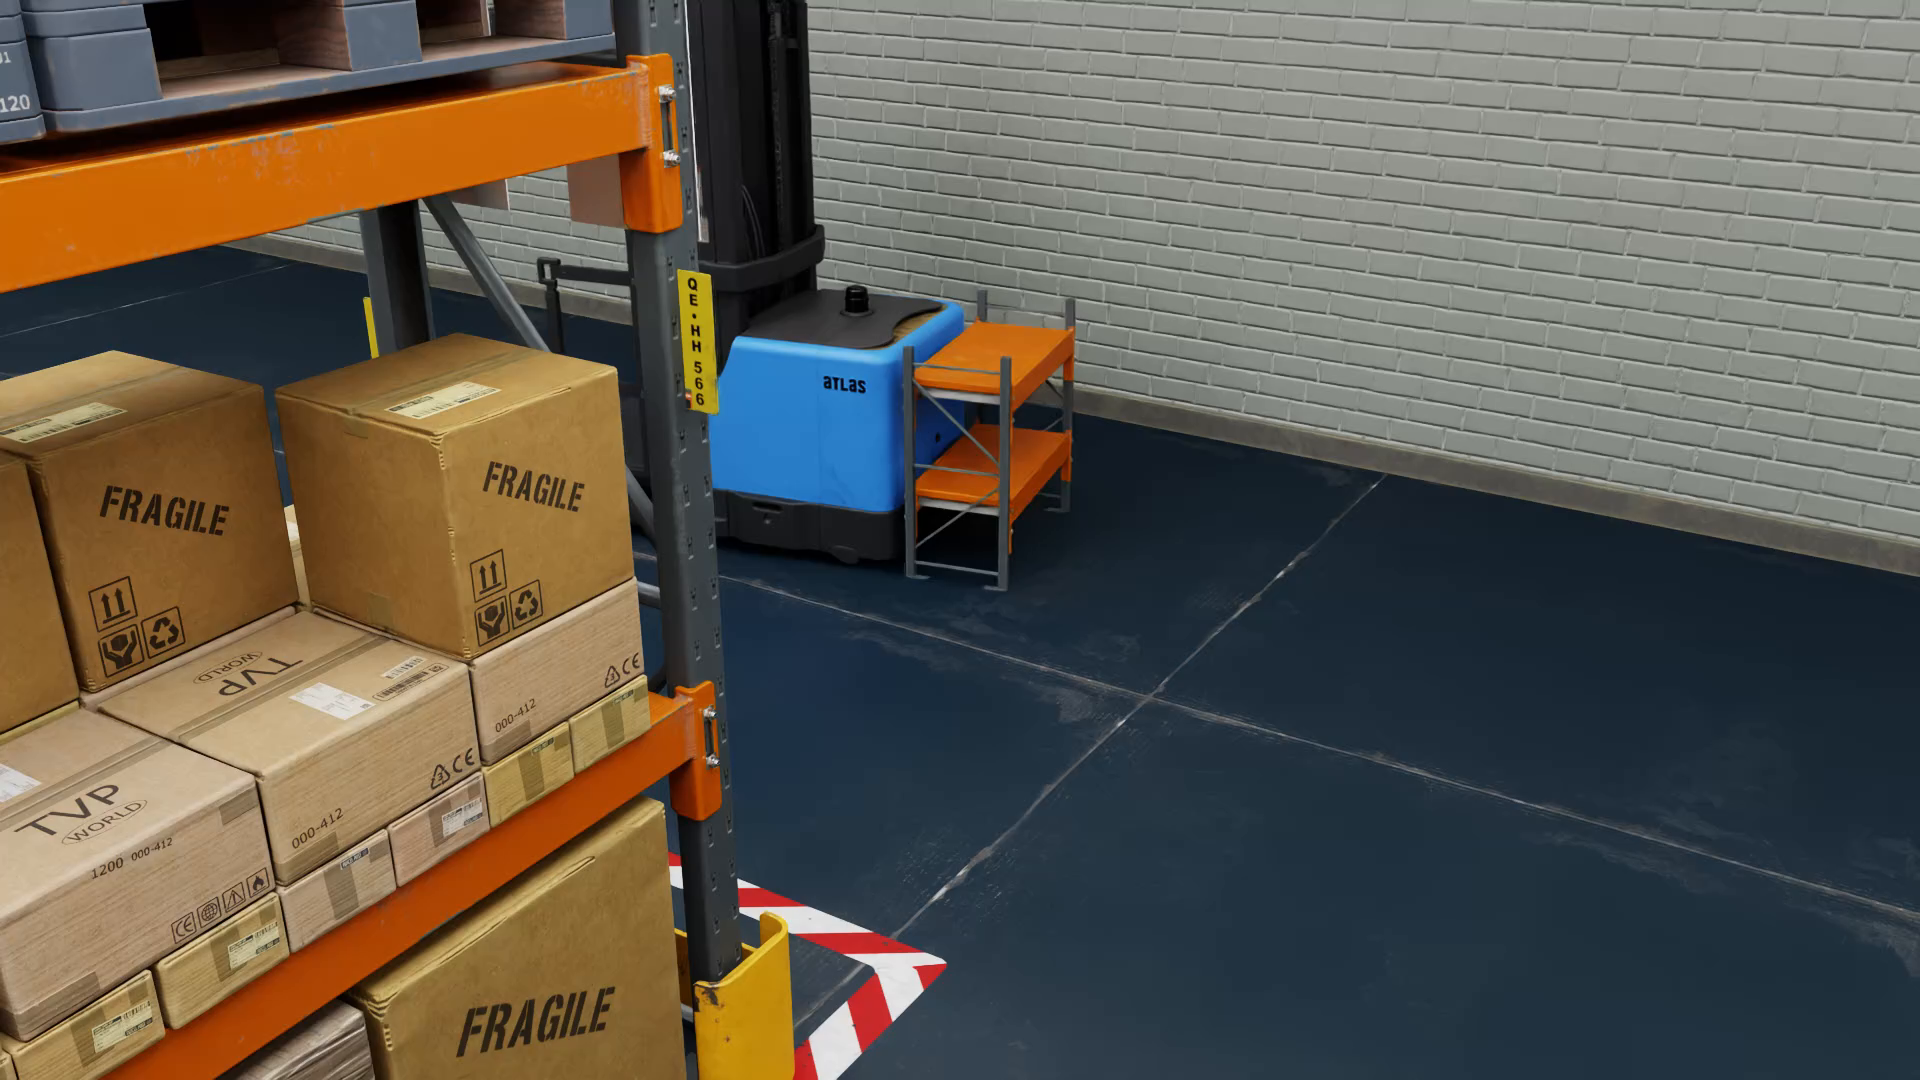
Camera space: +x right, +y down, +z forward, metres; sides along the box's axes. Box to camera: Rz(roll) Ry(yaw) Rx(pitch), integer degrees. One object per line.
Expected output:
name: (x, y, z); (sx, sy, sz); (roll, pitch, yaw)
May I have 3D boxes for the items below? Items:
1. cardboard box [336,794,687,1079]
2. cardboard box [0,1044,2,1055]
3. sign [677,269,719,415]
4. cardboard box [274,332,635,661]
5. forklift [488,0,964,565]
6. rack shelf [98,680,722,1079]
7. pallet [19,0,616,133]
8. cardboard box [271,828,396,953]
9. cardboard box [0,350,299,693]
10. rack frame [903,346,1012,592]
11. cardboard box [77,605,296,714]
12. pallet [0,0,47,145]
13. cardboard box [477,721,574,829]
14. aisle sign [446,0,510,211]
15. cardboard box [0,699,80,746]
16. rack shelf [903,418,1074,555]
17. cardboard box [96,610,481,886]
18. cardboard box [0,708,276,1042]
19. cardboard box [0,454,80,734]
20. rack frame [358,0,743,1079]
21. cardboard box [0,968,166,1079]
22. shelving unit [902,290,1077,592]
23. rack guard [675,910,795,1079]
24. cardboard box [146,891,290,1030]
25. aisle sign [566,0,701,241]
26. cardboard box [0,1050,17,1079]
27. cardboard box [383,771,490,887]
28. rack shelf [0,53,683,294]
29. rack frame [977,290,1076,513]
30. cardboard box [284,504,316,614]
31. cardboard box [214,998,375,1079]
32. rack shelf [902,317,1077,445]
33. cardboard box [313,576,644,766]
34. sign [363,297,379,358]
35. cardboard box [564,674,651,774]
cardboard box: (-1.315, 1.093, 4.096); (0.875, 0.875, 0.875); (14, 27, 29)
cardboard box: (-1.883, 0.749, 2.559); (0.500, 0.250, 0.500); (14, 27, 29)
sign: (-0.592, -0.444, 3.744); (0.100, 0.325, 0.005); (14, 27, 29)
cardboard box: (-1.079, -0.115, 3.609); (0.500, 0.500, 0.500); (14, 27, 30)
forklift: (-1.534, -1.583, 8.218); (3.031, 2.935, 1.130); (9, 25, 20)
rack shelf: (-2.100, 1.083, 2.878); (1.077, 0.370, 4.000); (14, 27, 29)
pallet: (-1.428, -1.006, 3.133); (1.003, 0.211, 1.213); (14, 27, 29)
cardboard box: (-1.356, 0.639, 3.314); (0.380, 0.149, 0.250); (14, 27, 30)
cardboard box: (-1.792, -0.060, 3.483); (0.500, 0.500, 0.500); (13, 27, 28)
rack frame: (-0.014, -0.313, 7.558); (0.500, 1.125, 0.032); (8, 25, 18)
cardboard box: (-1.797, 0.292, 3.613); (0.500, 0.250, 0.500); (13, 27, 28)
pallet: (-2.071, -0.592, 2.178); (1.003, 0.211, 1.213); (14, 27, 29)
cardboard box: (-1.089, 0.470, 3.704); (0.380, 0.149, 0.250); (14, 27, 29)
aisle sign: (-1.262, -1.202, 3.980); (0.394, 0.787, 0.004); (14, 27, 29)
cardboard box: (-2.065, 0.461, 3.223); (0.500, 0.250, 0.500); (13, 27, 27)
rack shelf: (0.156, -0.279, 8.094); (0.538, 0.278, 1.000); (8, 25, 18)
cardboard box: (-1.344, 0.400, 3.364); (0.500, 0.250, 0.500); (13, 27, 28)
cardboard box: (-1.612, 0.572, 2.967); (0.500, 0.250, 0.500); (13, 27, 27)
cardboard box: (-2.060, 0.116, 3.076); (0.500, 0.500, 0.500); (13, 27, 28)
rack frame: (-1.045, 0.078, 4.295); (1.000, 3.000, 0.127); (14, 27, 29)
cardboard box: (-1.627, 0.815, 2.908); (0.380, 0.149, 0.250); (14, 27, 29)
shelving unit: (0.156, -0.504, 7.997); (0.538, 1.125, 1.048); (8, 25, 18)
rack guard: (-1.033, 1.217, 4.810); (1.175, 0.500, 0.348); (14, 27, 29)
cardboard box: (-1.491, 0.727, 3.111); (0.380, 0.149, 0.250); (13, 27, 28)
aisle sign: (-0.753, -1.077, 3.689); (0.394, 0.787, 0.004); (14, 27, 29)
cardboard box: (-1.760, 0.898, 2.716); (0.380, 0.149, 0.250); (14, 27, 30)
cardboard box: (-1.223, 0.555, 3.508); (0.380, 0.149, 0.250); (14, 27, 29)
rack shelf: (-2.100, -0.294, 2.282); (1.077, 0.370, 4.000); (14, 27, 29)
rack frame: (0.327, -0.694, 8.437); (0.500, 1.125, 0.032); (8, 25, 18)
cardboard box: (-1.528, 0.116, 4.022); (0.500, 0.250, 0.500); (13, 27, 28)
cardboard box: (-1.795, 1.400, 3.386); (0.875, 0.875, 0.875); (14, 27, 29)
rack shelf: (0.156, -0.772, 7.881); (0.538, 0.278, 1.000); (8, 25, 18)
cardboard box: (-1.076, 0.229, 3.759); (0.500, 0.250, 0.500); (13, 27, 28)
sign: (-1.514, -0.474, 4.380); (0.100, 0.325, 0.005); (14, 27, 29)
cardboard box: (-0.953, 0.382, 3.908); (0.380, 0.149, 0.250); (14, 27, 30)
